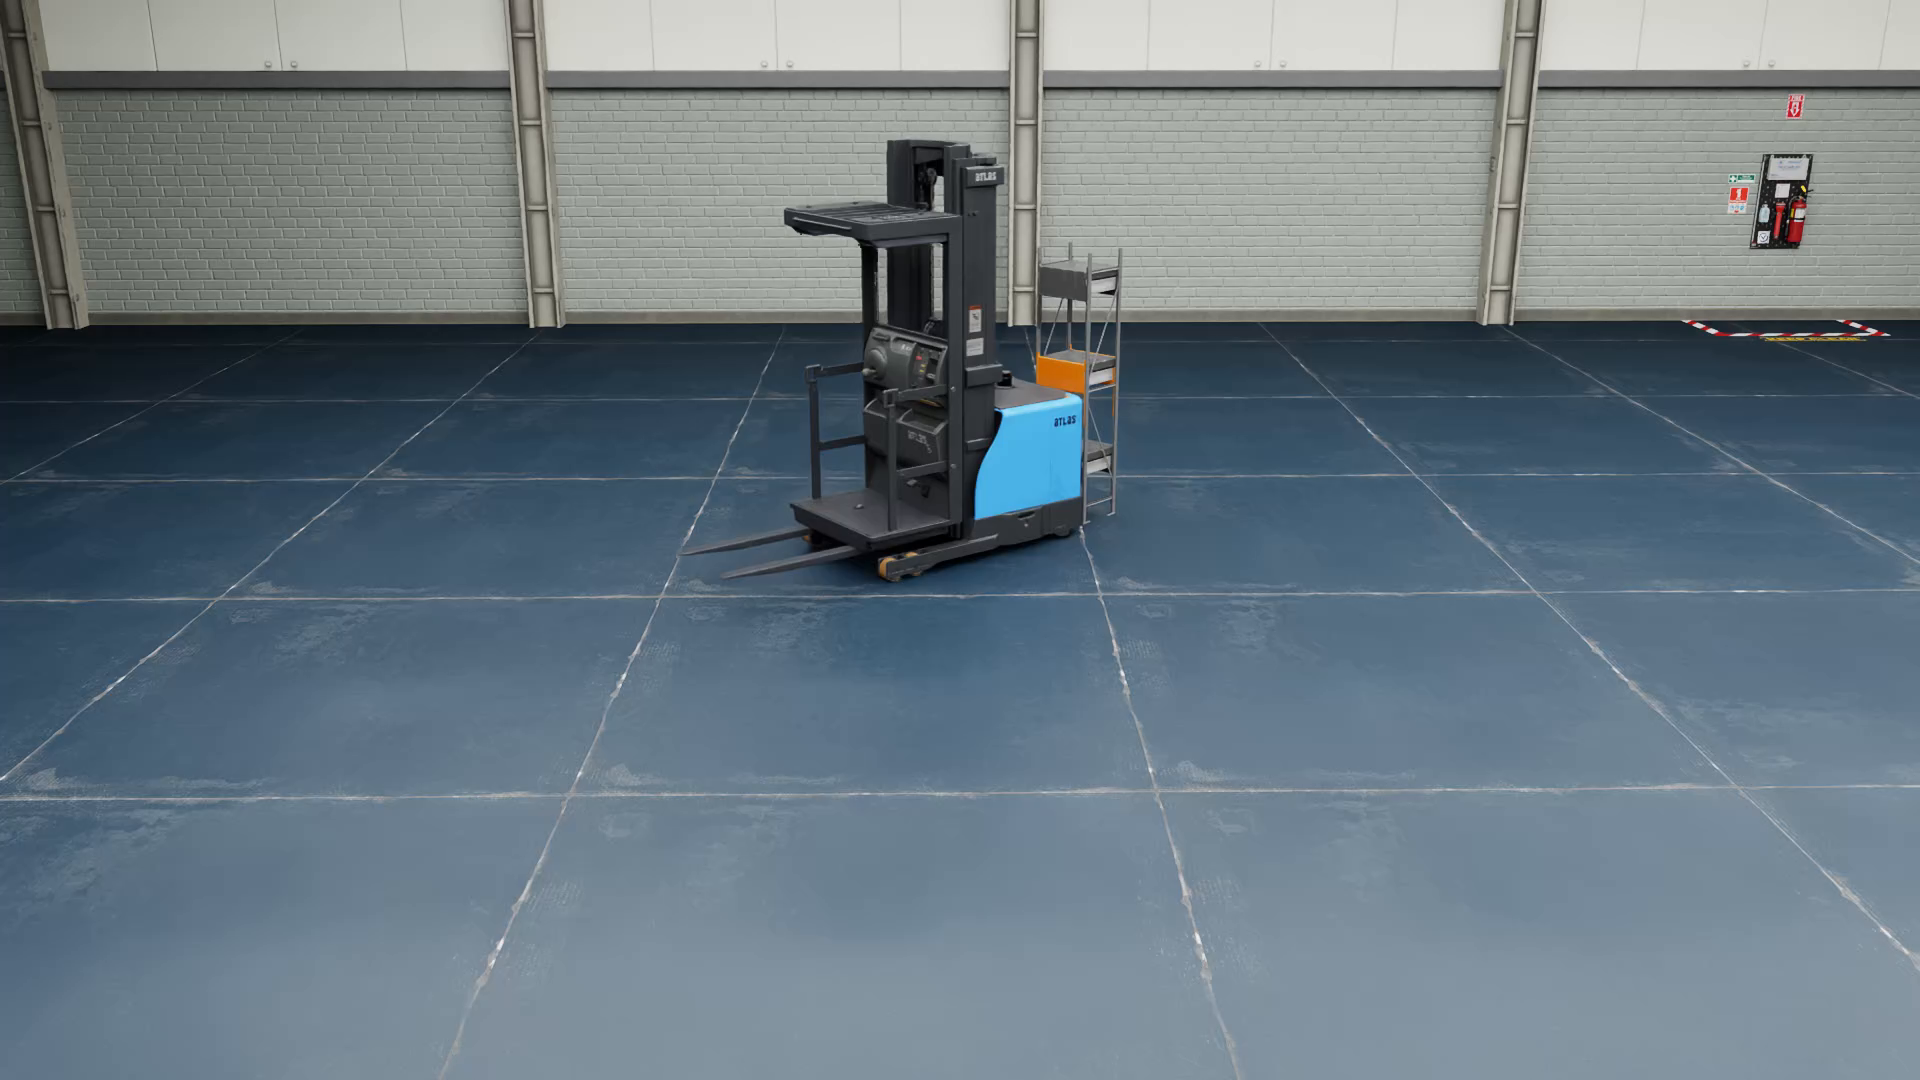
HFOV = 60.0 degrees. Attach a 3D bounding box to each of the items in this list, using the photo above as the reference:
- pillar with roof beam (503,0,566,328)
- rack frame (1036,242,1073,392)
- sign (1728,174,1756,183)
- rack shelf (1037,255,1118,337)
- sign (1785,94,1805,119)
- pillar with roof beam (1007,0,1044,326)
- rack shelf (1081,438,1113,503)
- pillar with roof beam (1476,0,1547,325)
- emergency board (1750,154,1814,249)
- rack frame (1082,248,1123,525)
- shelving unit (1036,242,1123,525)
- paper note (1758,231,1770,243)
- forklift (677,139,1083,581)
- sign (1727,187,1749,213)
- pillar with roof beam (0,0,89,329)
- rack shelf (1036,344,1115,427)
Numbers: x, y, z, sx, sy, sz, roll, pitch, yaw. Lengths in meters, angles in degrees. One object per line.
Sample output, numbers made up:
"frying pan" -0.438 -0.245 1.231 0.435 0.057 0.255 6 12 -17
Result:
"pillar with roof beam" -5.131 -5.678 15.514 0.400 9.000 9.100 0 18 -1
"rack frame" 0.730 -1.265 13.053 0.015 2.100 0.400 16 24 41
"sign" 9.777 -4.518 20.794 0.331 0.109 0.001 0 18 -1
"rack shelf" 0.908 -1.867 12.685 0.480 0.518 0.431 16 24 41
"sign" 10.317 -5.356 20.540 0.199 0.298 0.001 0 18 -1
"pillar with roof beam" 0.868 -5.706 15.604 0.400 9.000 9.100 0 18 -1
"rack shelf" 0.908 -0.534 13.112 0.480 0.518 0.431 16 24 41
"pillar with roof beam" 6.867 -5.735 15.695 0.400 9.000 9.100 0 18 -1
"emergency board" 10.327 -4.222 20.799 0.643 1.169 0.194 0 18 -1
"rack frame" 1.086 -1.163 12.735 0.015 2.100 0.400 16 24 41
"shelving unit" 0.908 -1.214 12.894 0.503 2.100 0.431 16 24 41
"paper note" 10.149 -3.823 20.997 0.142 0.148 0.016 0 18 -1
"forklift" -0.556 -1.289 11.768 3.031 2.935 1.130 -13 22 -35
"sign" 9.772 -4.268 20.883 0.234 0.329 0.001 0 18 -1
"pillar with roof beam" -11.131 -5.649 15.424 0.400 9.000 9.100 0 18 -1
"rack shelf" 0.908 -1.201 12.898 0.480 0.518 0.431 16 24 41
